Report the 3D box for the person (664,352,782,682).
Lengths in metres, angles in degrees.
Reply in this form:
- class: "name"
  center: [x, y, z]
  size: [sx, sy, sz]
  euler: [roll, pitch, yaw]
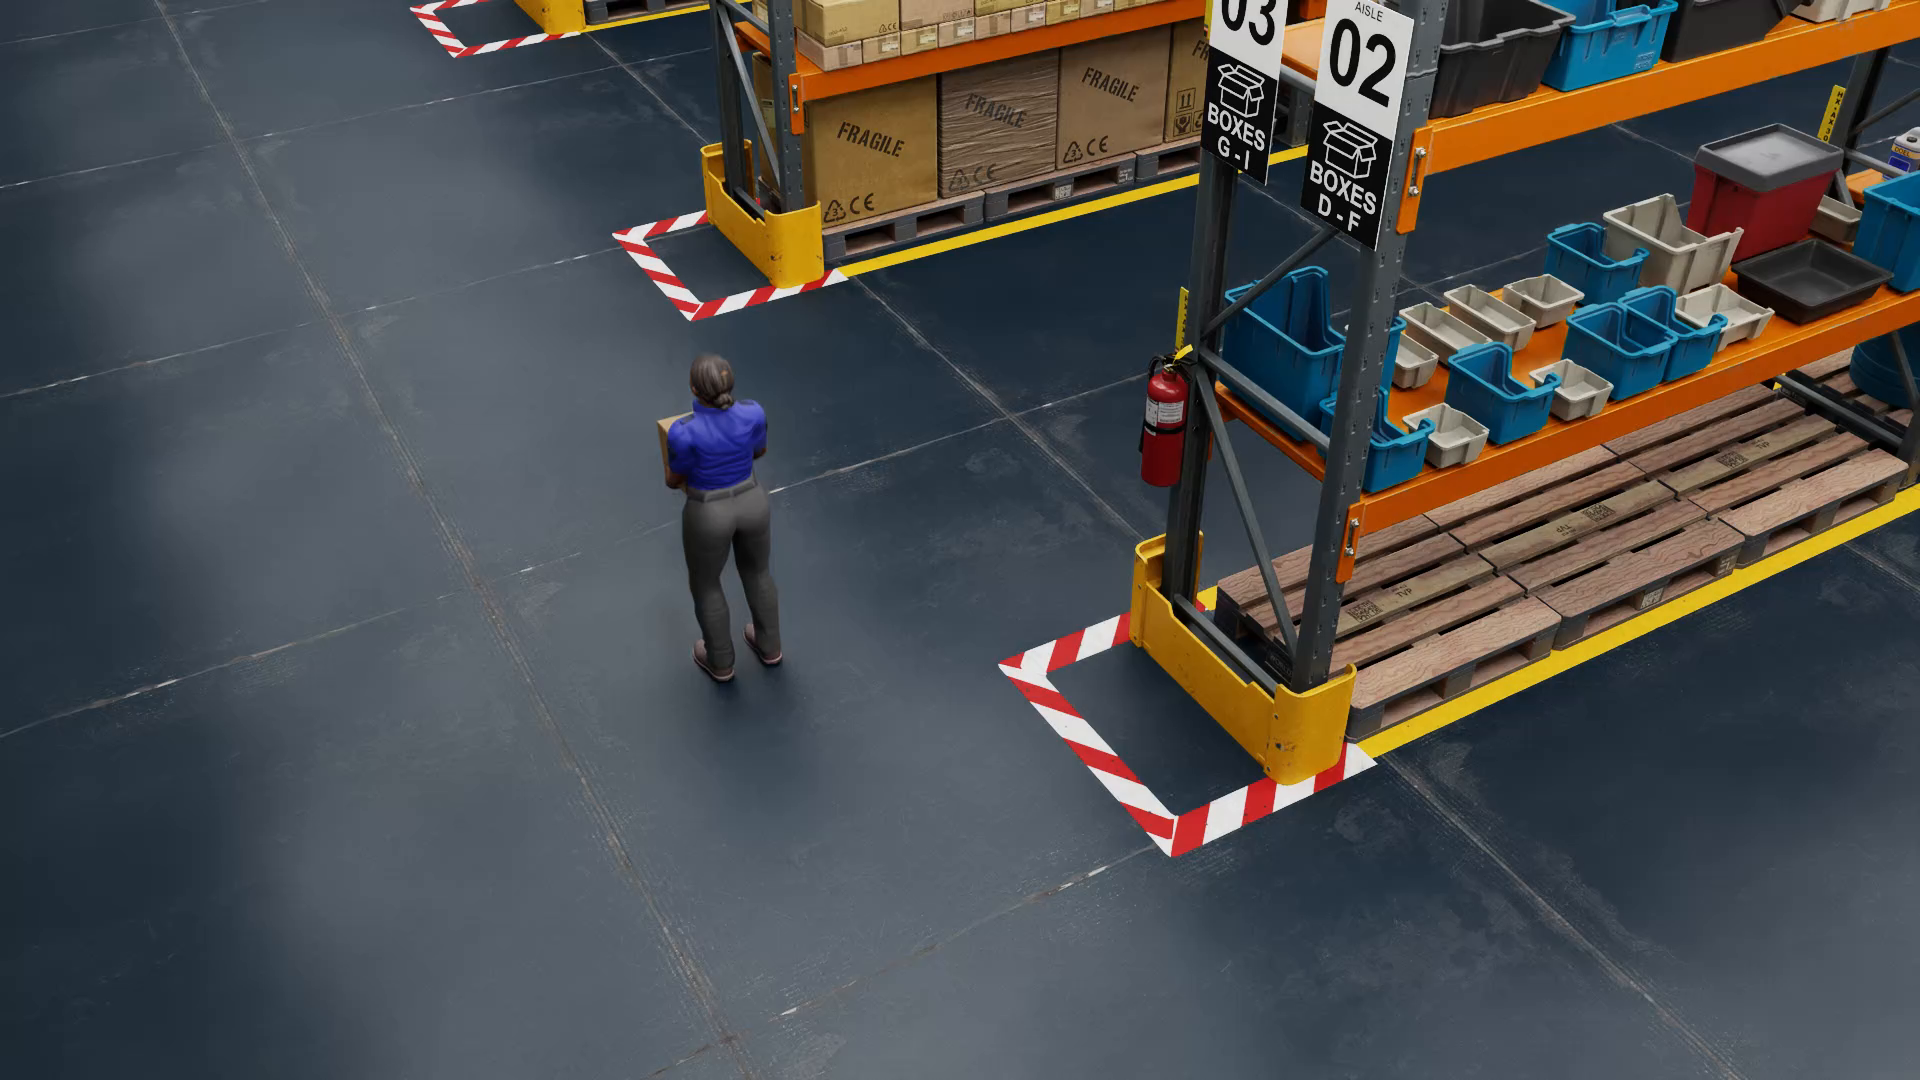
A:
- class: "person"
  center: [-1.038, -0.148, 7.135]
  size: [0.449, 1.645, 0.515]
  euler: [-19, 41, -24]
